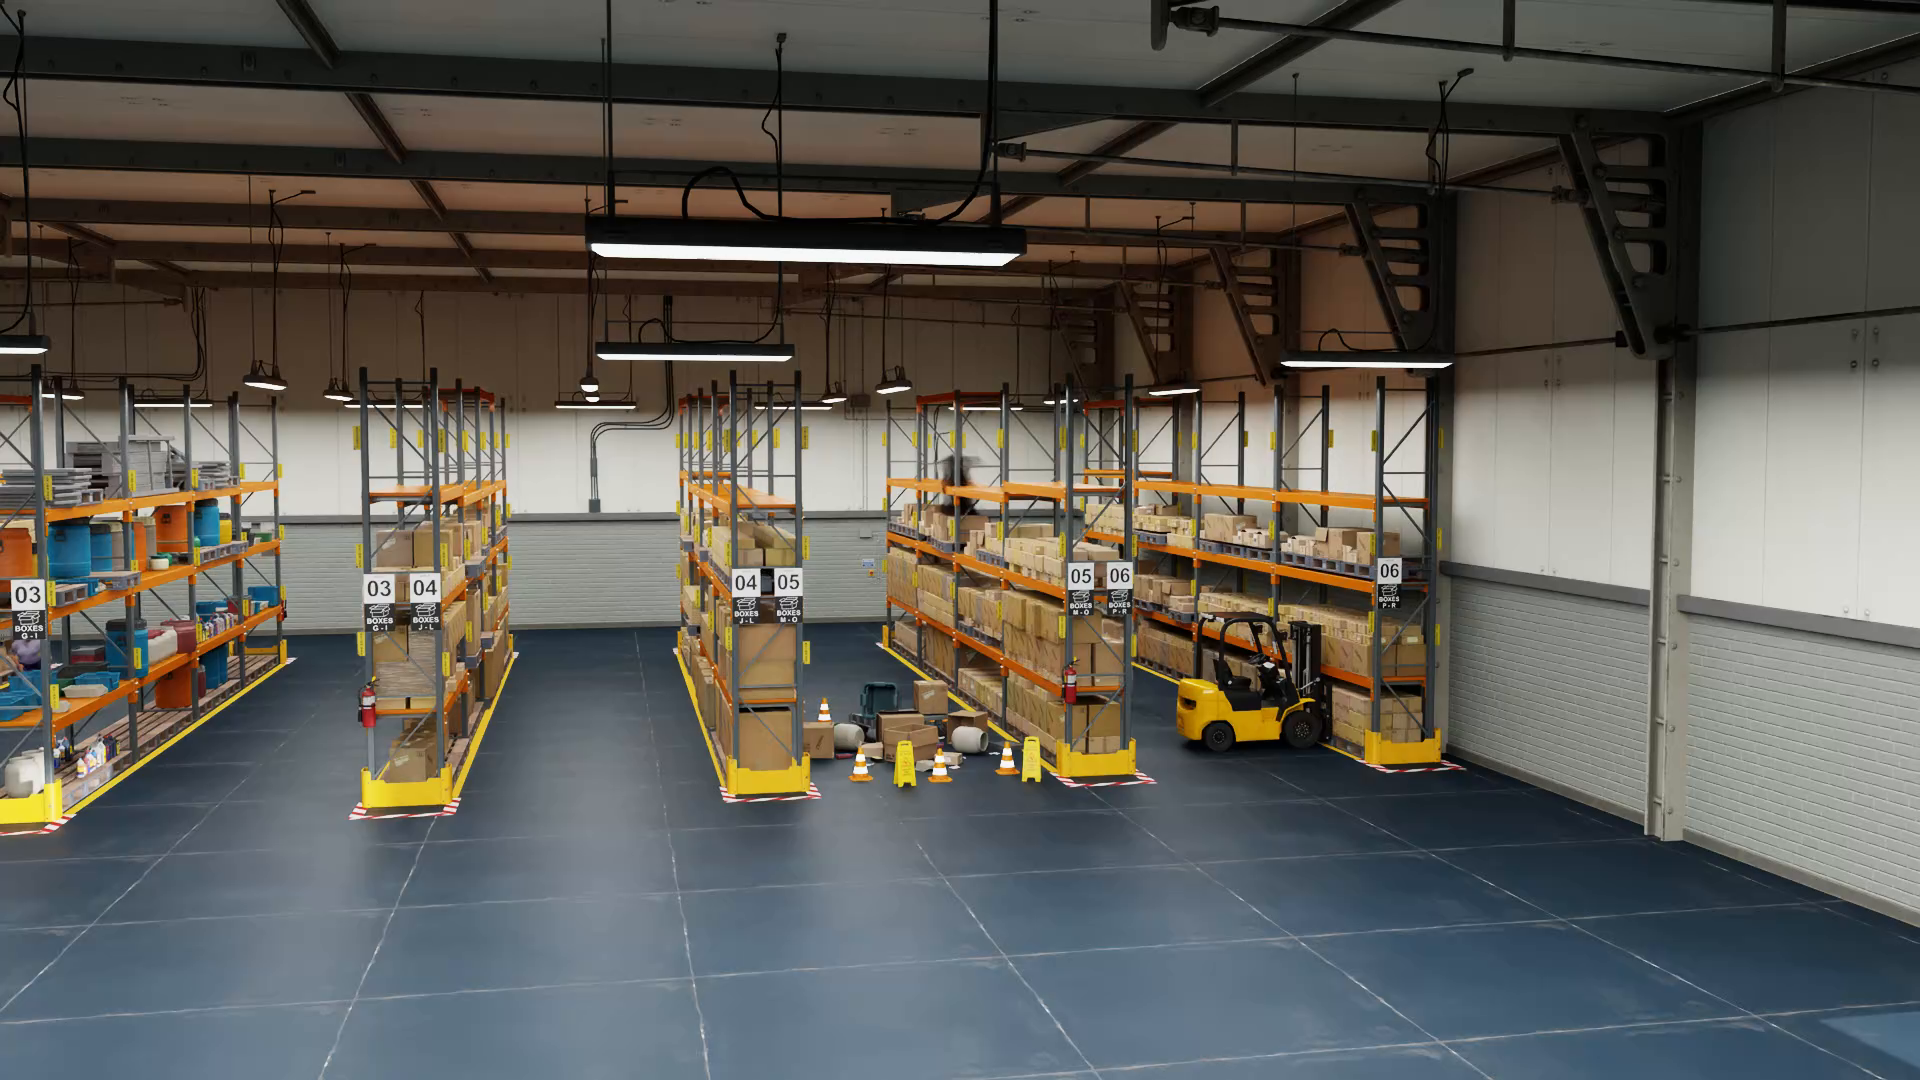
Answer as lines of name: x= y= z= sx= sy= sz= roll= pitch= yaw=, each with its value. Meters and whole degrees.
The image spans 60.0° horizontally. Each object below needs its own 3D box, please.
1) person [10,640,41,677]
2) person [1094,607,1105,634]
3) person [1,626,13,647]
person: x=-17.409 y=2.390 z=31.065 sx=0.591 sy=1.534 sz=0.756 roll=-2 pitch=4 yaw=-35
person: x=2.638 y=2.167 z=33.421 sx=0.612 sy=1.666 sz=0.870 roll=-1 pitch=4 yaw=-18
person: x=-21.467 y=1.925 z=37.937 sx=0.892 sy=1.725 sz=0.591 roll=1 pitch=3 yaw=9
